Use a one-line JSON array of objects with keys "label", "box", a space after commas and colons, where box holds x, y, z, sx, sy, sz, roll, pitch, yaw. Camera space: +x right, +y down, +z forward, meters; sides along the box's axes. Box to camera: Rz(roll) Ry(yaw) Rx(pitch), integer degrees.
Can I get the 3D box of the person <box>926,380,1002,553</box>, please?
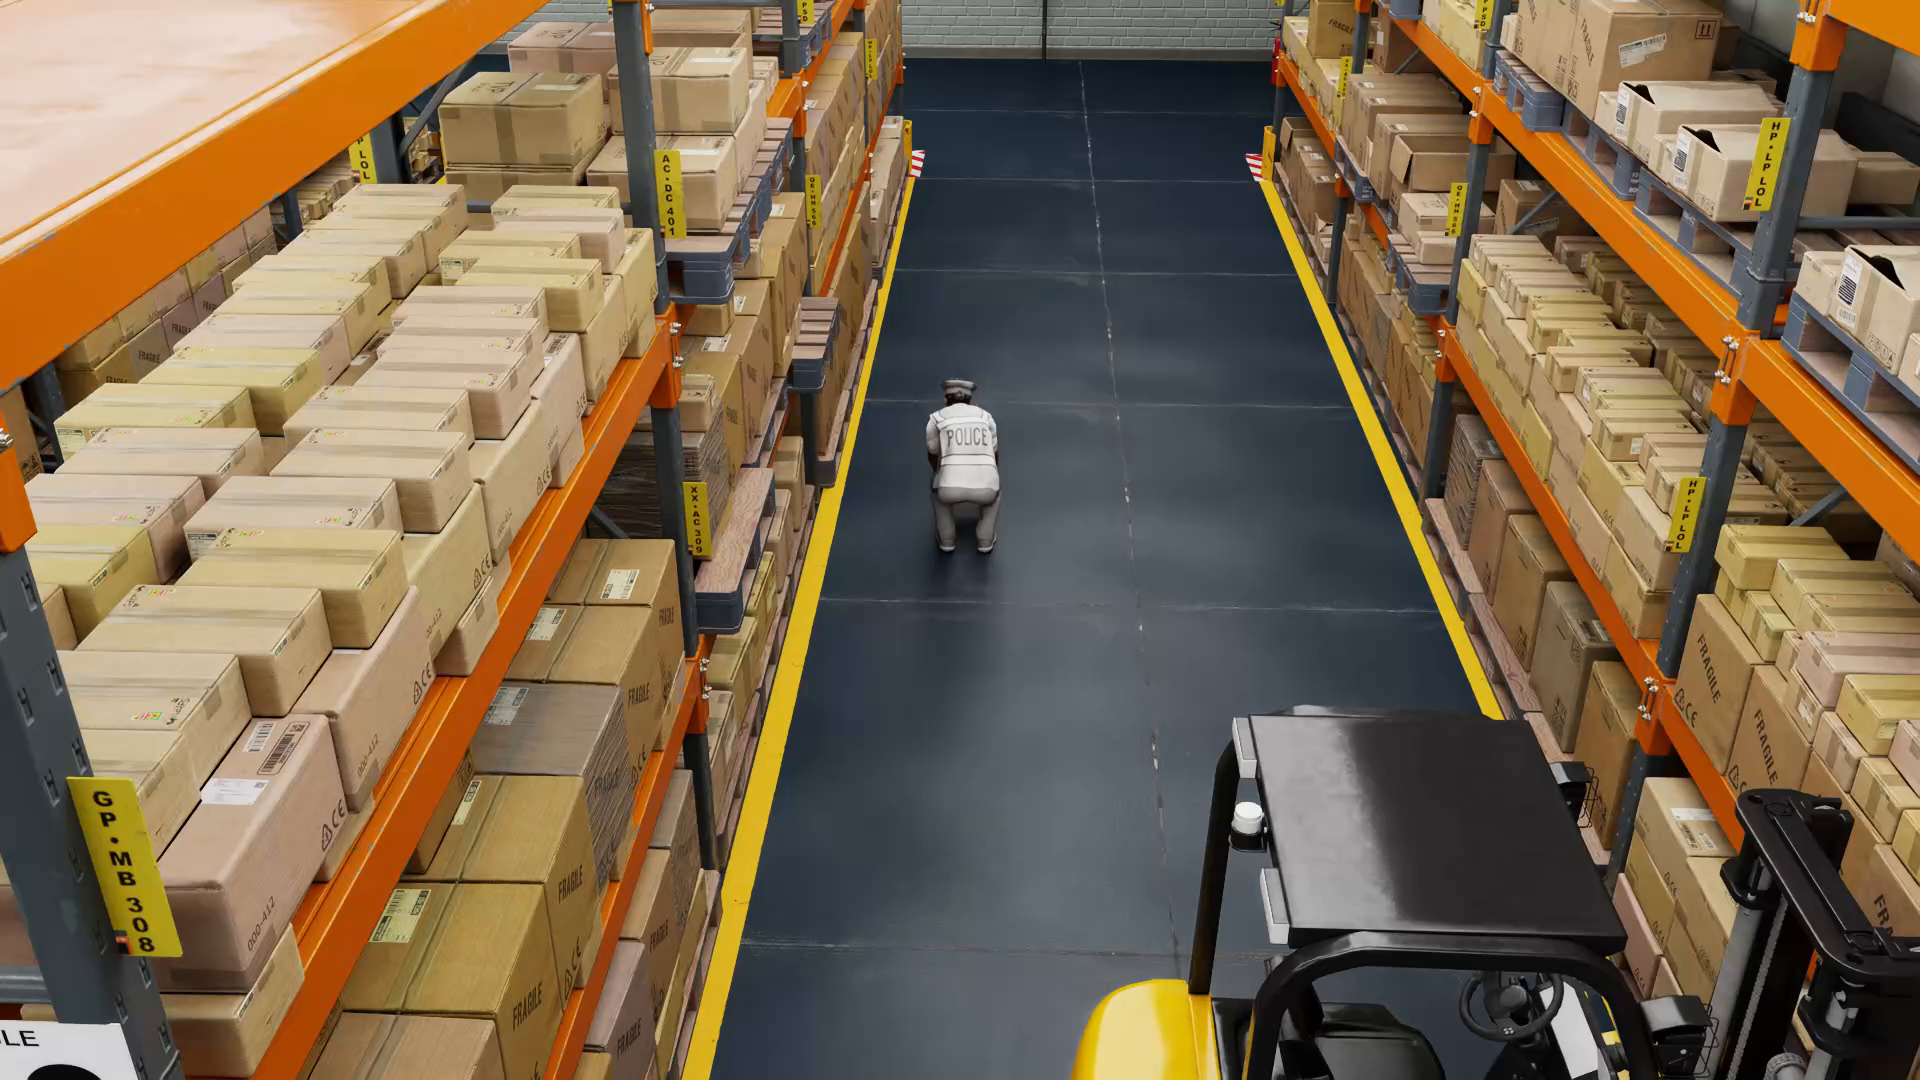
[{"label": "person", "box": [0.024, -0.462, 10.443, 0.482, 0.978, 0.832, 1, 28, 2]}]
